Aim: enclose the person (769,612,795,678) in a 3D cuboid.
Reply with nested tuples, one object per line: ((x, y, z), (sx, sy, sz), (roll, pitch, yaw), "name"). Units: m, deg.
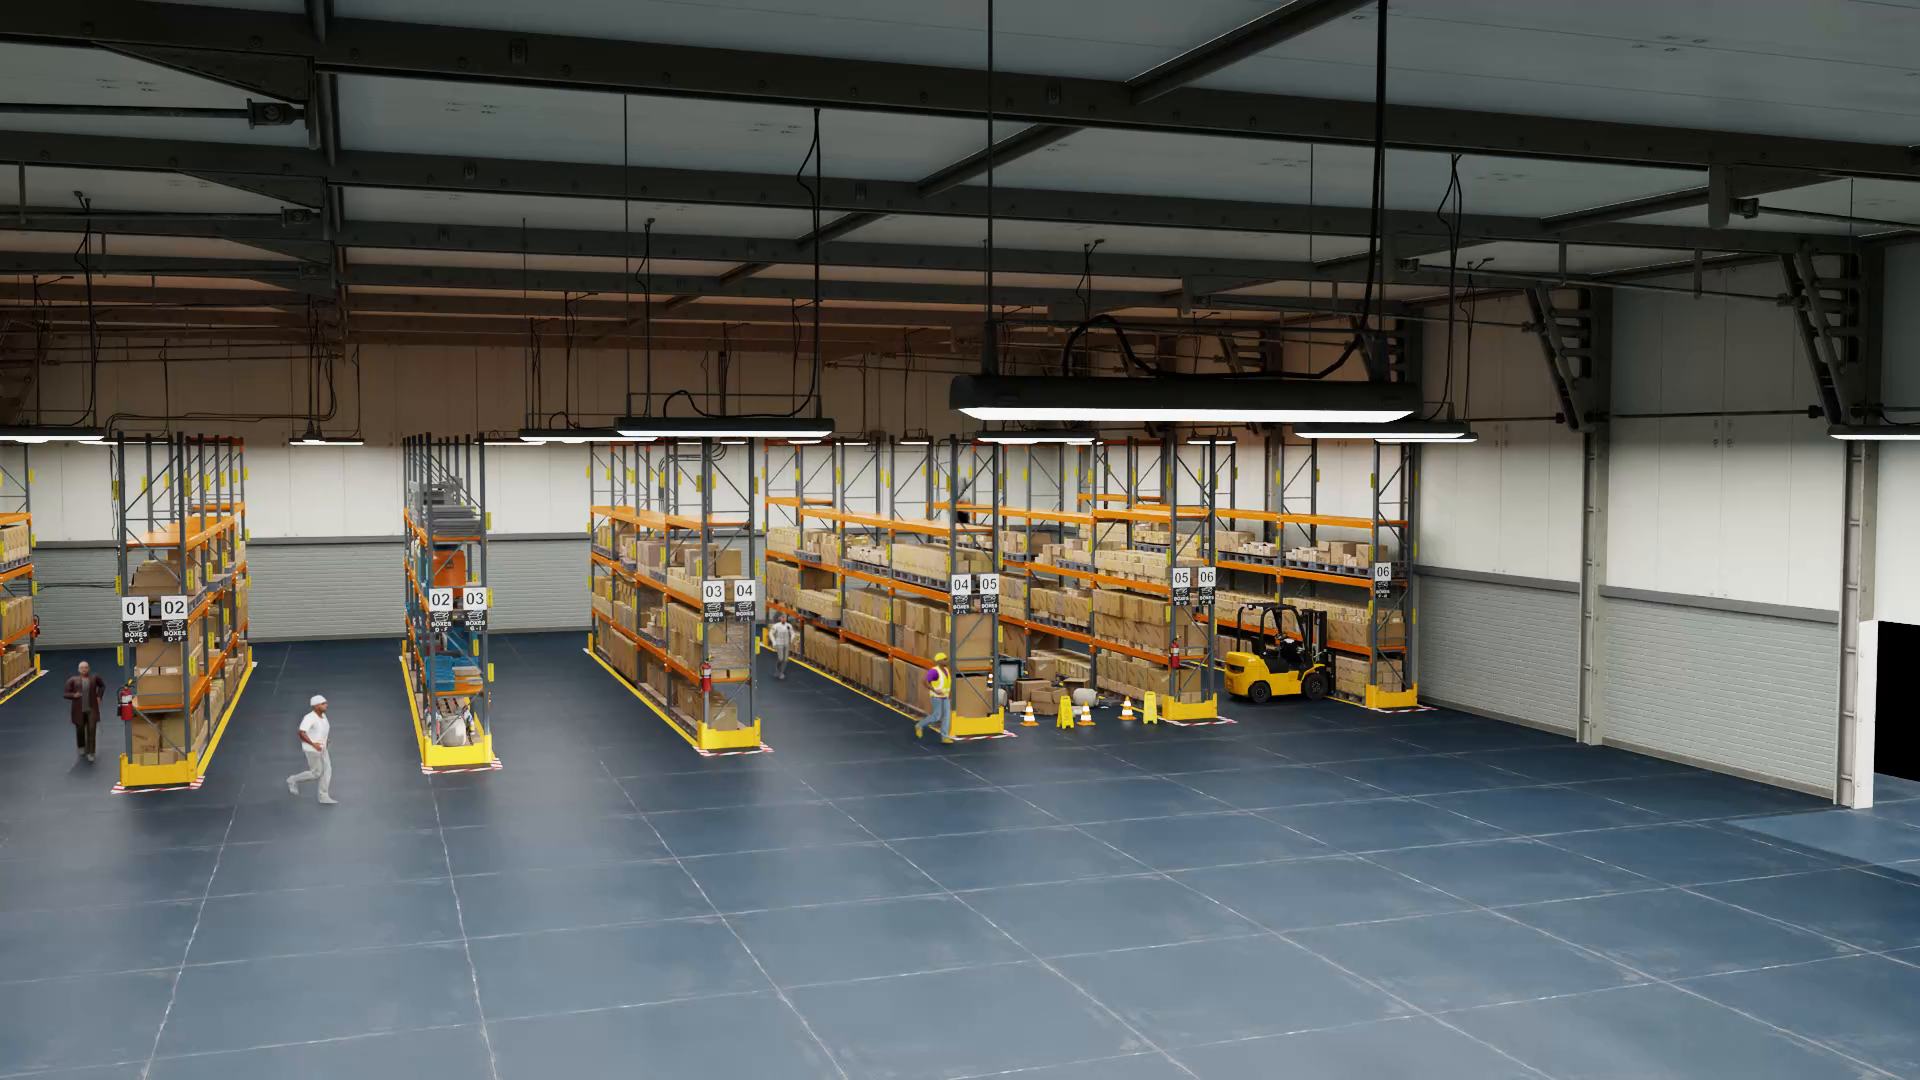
((-4.363, 2.607, 41.145), (0.624, 1.666, 0.577), (-1, 3, -21), "person")

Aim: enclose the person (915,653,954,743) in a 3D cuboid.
((-0.385, 3.066, 32.390), (0.895, 1.730, 0.756), (2, 4, 36), "person")

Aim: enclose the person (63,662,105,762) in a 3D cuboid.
((-15.983, 3.109, 30.376), (0.710, 1.770, 1.000), (-2, 4, -31), "person")

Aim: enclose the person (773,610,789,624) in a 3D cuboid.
((-5.251, 2.098, 49.767), (0.664, 1.626, 0.729), (-1, 3, -11), "person")

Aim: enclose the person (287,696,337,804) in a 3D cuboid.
((-10.434, 3.377, 26.817), (0.830, 1.747, 0.727), (0, 3, 3), "person")
